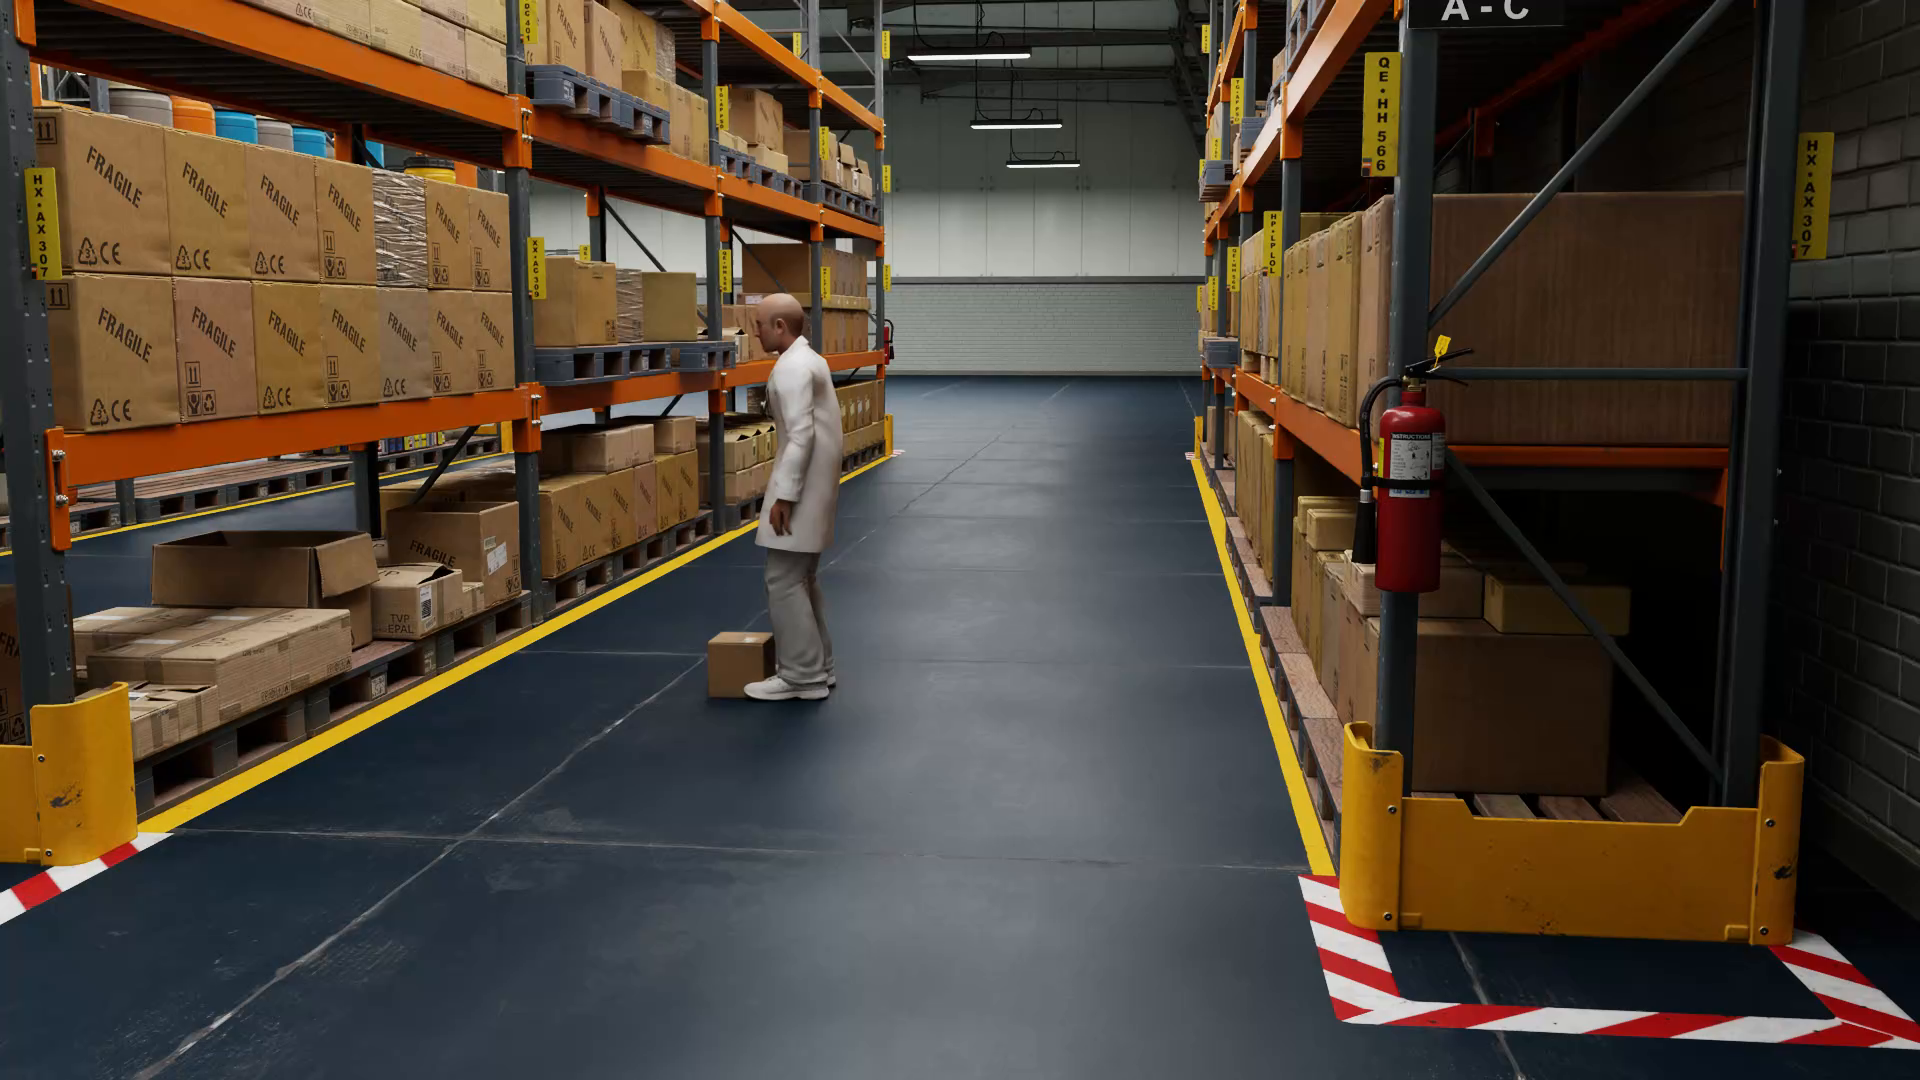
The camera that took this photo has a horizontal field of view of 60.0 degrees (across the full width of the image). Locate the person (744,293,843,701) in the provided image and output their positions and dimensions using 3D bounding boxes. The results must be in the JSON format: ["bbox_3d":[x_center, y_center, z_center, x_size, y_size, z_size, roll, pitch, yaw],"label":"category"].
[{"bbox_3d":[-0.729,-0.193,7.333,0.428,1.772,0.641,0,7,4],"label":"person"}]
